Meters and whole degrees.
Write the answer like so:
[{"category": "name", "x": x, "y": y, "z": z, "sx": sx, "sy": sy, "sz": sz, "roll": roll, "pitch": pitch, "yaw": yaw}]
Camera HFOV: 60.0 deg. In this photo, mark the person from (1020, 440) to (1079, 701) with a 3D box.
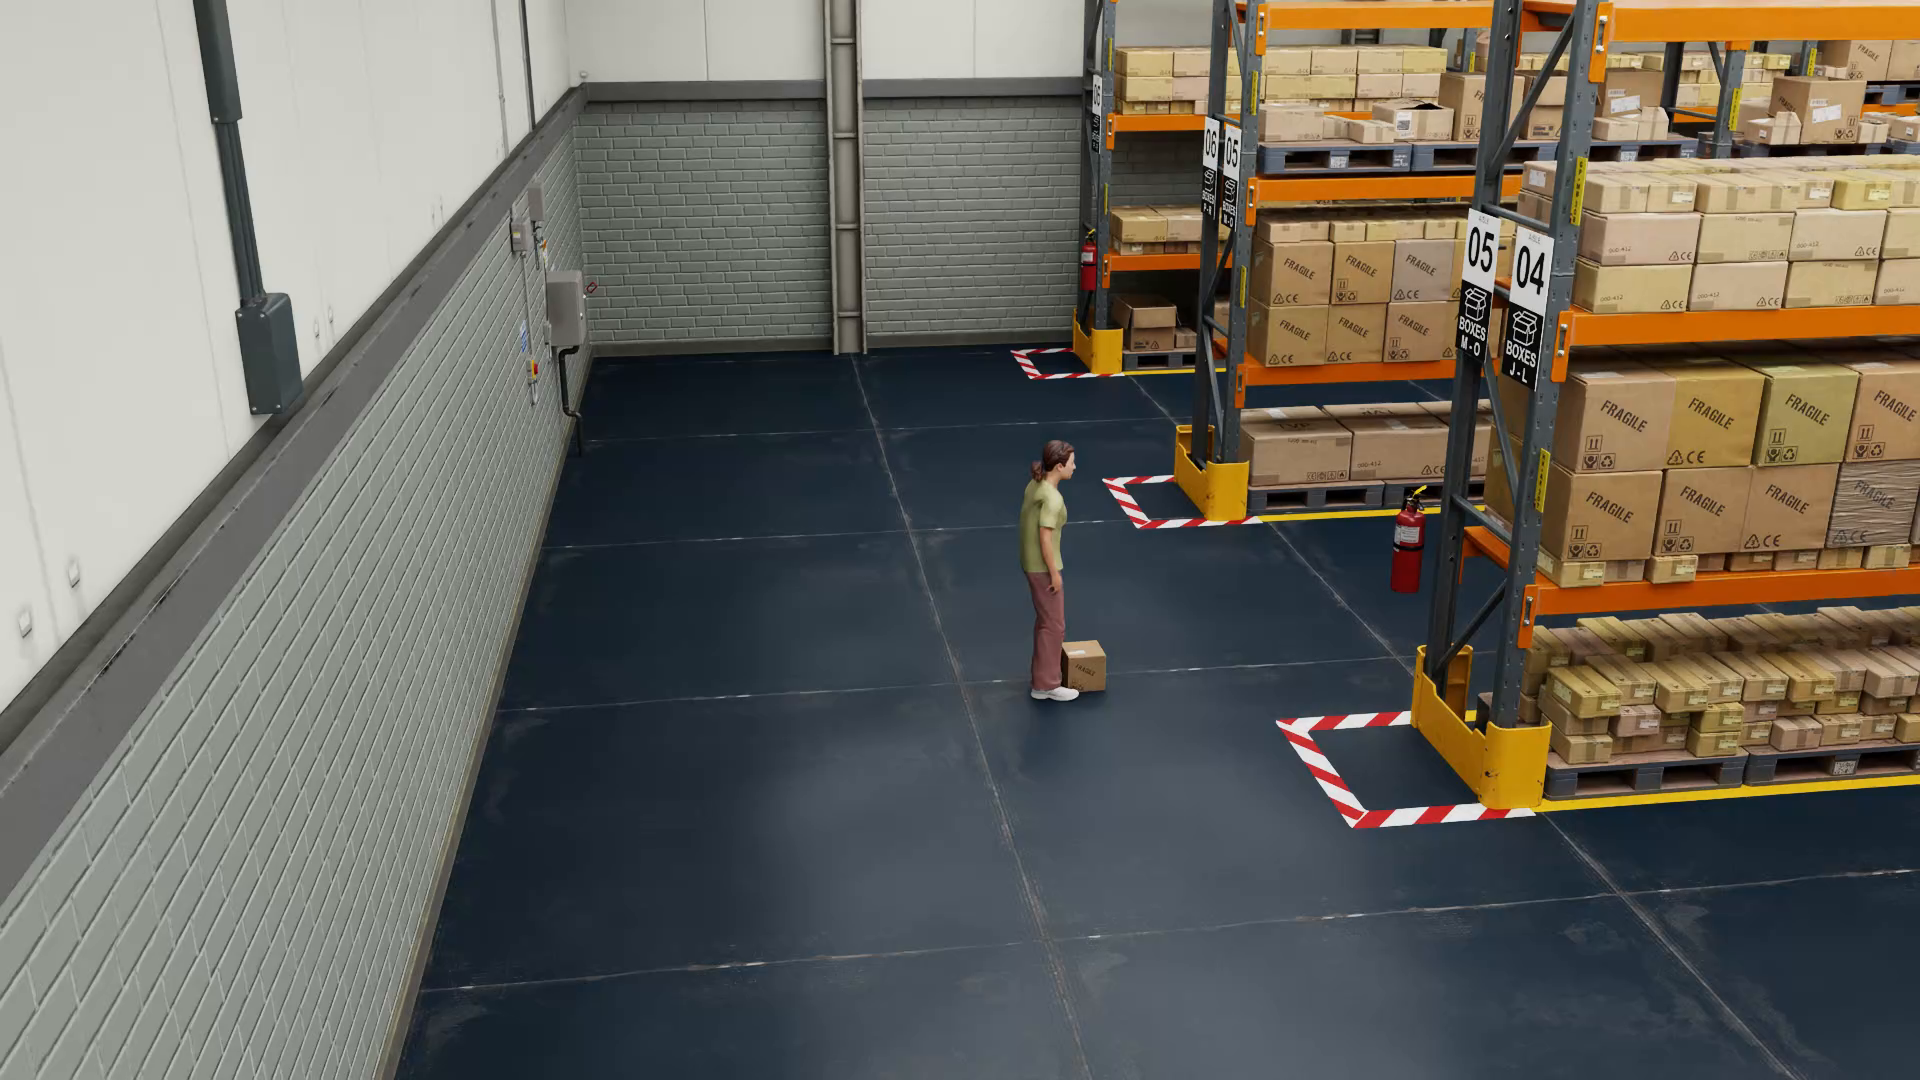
[{"category": "person", "x": 0.584, "y": 0.173, "z": 10.603, "sx": 0.404, "sy": 1.673, "sz": 0.500, "roll": -3, "pitch": 20, "yaw": -8}]
